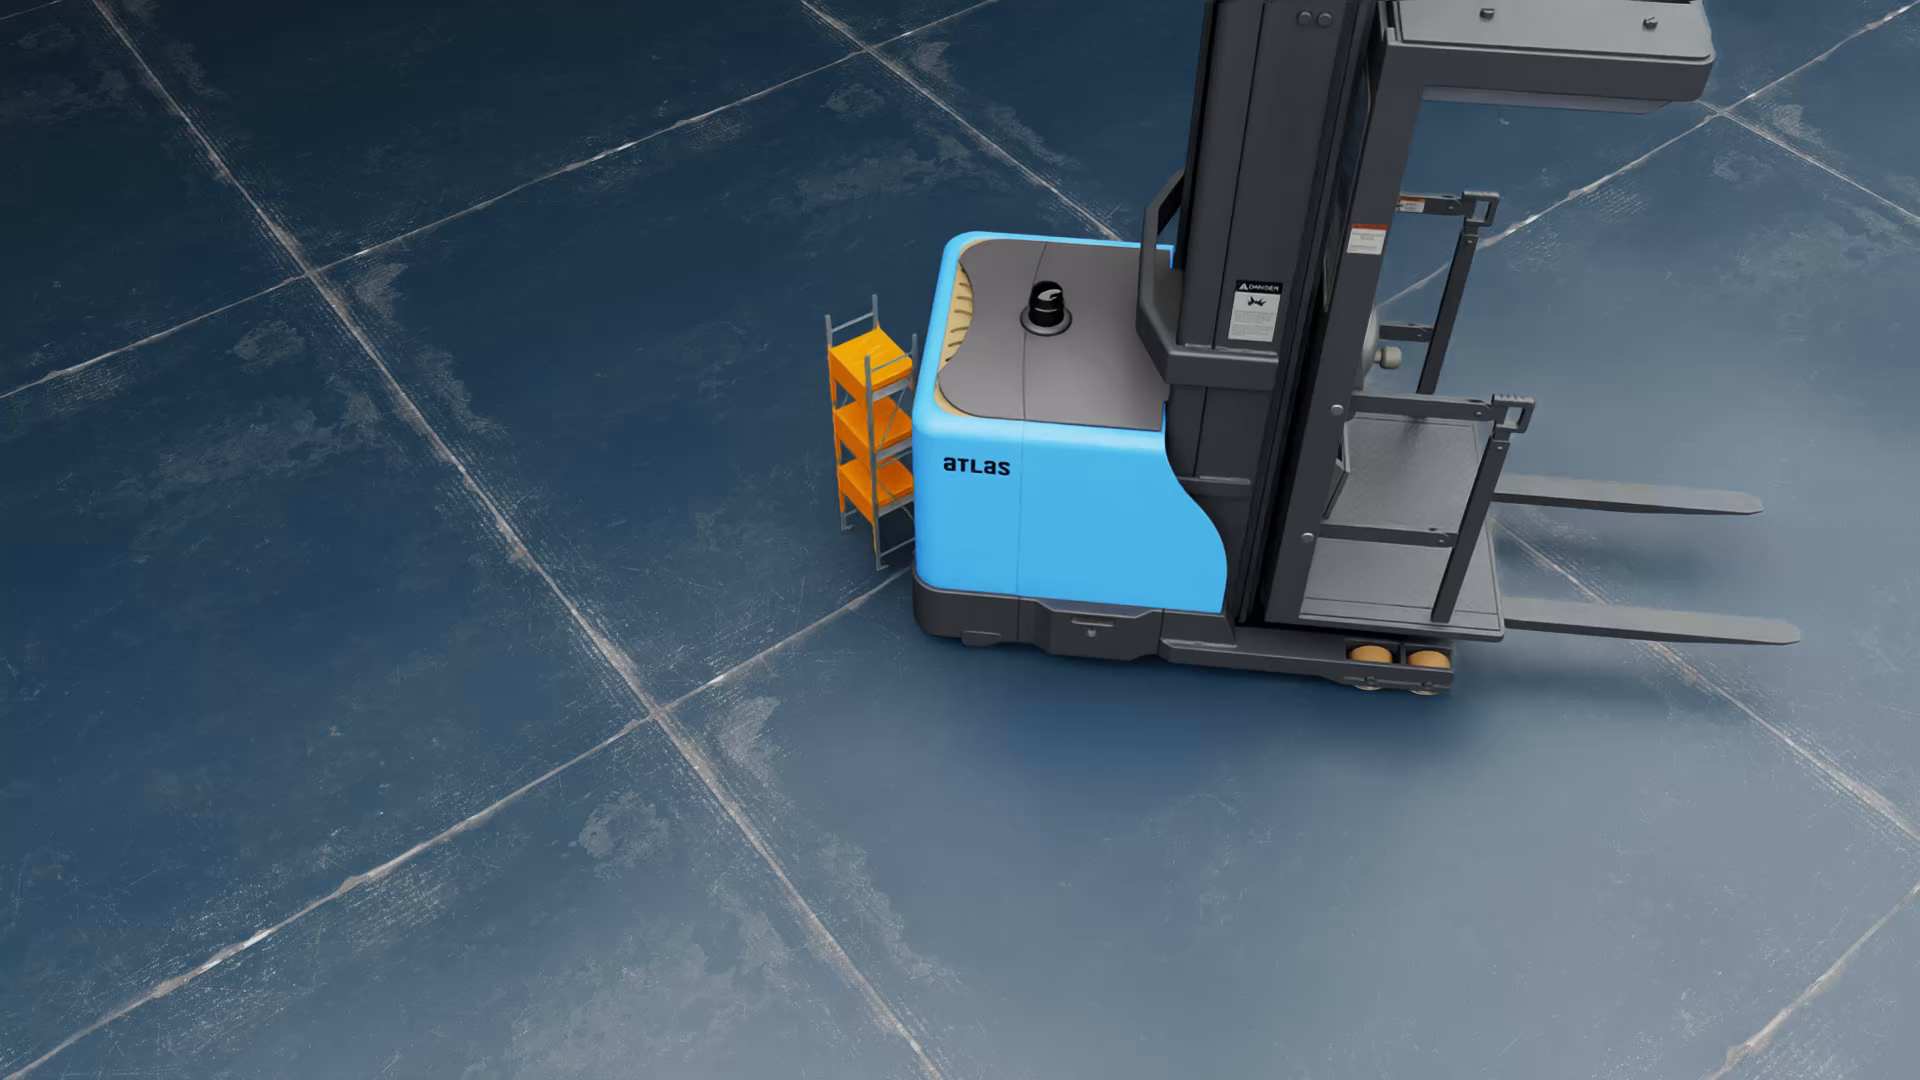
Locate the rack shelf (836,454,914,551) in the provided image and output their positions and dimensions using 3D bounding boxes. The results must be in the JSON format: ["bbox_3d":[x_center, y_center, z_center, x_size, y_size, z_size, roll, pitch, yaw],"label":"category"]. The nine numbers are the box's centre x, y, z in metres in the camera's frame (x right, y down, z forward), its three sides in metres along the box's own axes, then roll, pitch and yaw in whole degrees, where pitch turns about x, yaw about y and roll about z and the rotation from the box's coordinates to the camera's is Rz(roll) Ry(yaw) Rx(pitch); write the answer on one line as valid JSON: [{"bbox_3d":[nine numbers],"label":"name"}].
[{"bbox_3d":[-0.294,-0.162,6.077,0.215,0.259,0.240,-27,53,-22],"label":"rack shelf"}]

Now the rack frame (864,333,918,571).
[{"bbox_3d":[-0.225,-0.281,5.796,0.200,1.050,0.008,-27,53,-22],"label":"rack frame"}]

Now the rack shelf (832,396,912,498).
[{"bbox_3d":[-0.294,-0.348,5.871,0.215,0.259,0.240,-27,53,-22],"label":"rack shelf"}]

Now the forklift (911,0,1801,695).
[{"bbox_3d":[1.388,-0.866,5.057,3.031,2.935,1.130,5,48,4],"label":"forklift"}]

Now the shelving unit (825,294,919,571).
[{"bbox_3d":[-0.294,-0.355,5.863,0.215,1.050,0.252,-27,53,-22],"label":"shelving unit"}]

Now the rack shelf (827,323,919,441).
[{"bbox_3d":[-0.294,-0.539,5.661,0.215,0.259,0.240,-27,53,-22],"label":"rack shelf"}]

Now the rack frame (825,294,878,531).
[{"bbox_3d":[-0.363,-0.430,5.931,0.200,1.050,0.008,-27,53,-22],"label":"rack frame"}]
